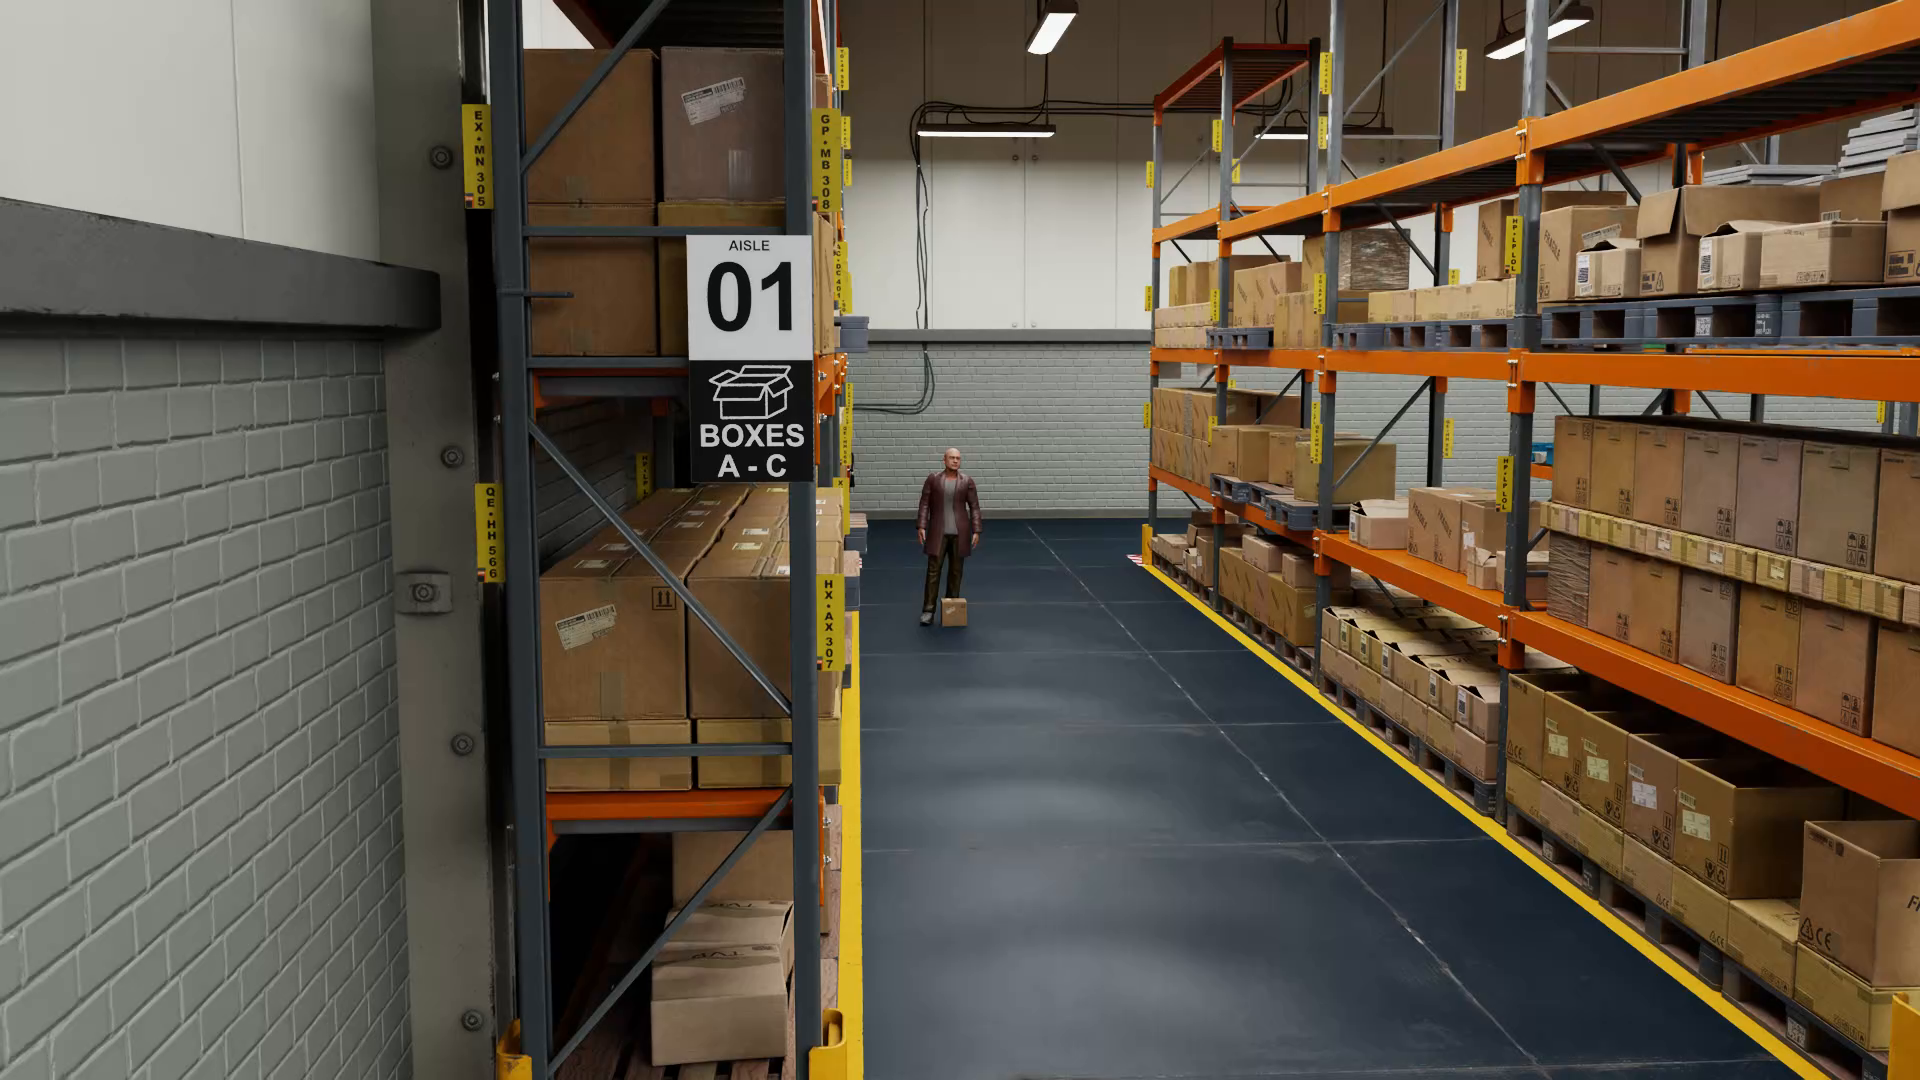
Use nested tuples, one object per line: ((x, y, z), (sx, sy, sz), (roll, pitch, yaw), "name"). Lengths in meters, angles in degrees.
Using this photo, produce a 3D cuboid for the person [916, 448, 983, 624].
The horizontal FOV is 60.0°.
((-0.108, -0.047, 17.122), (0.694, 1.776, 0.582), (0, 7, -3), "person")
